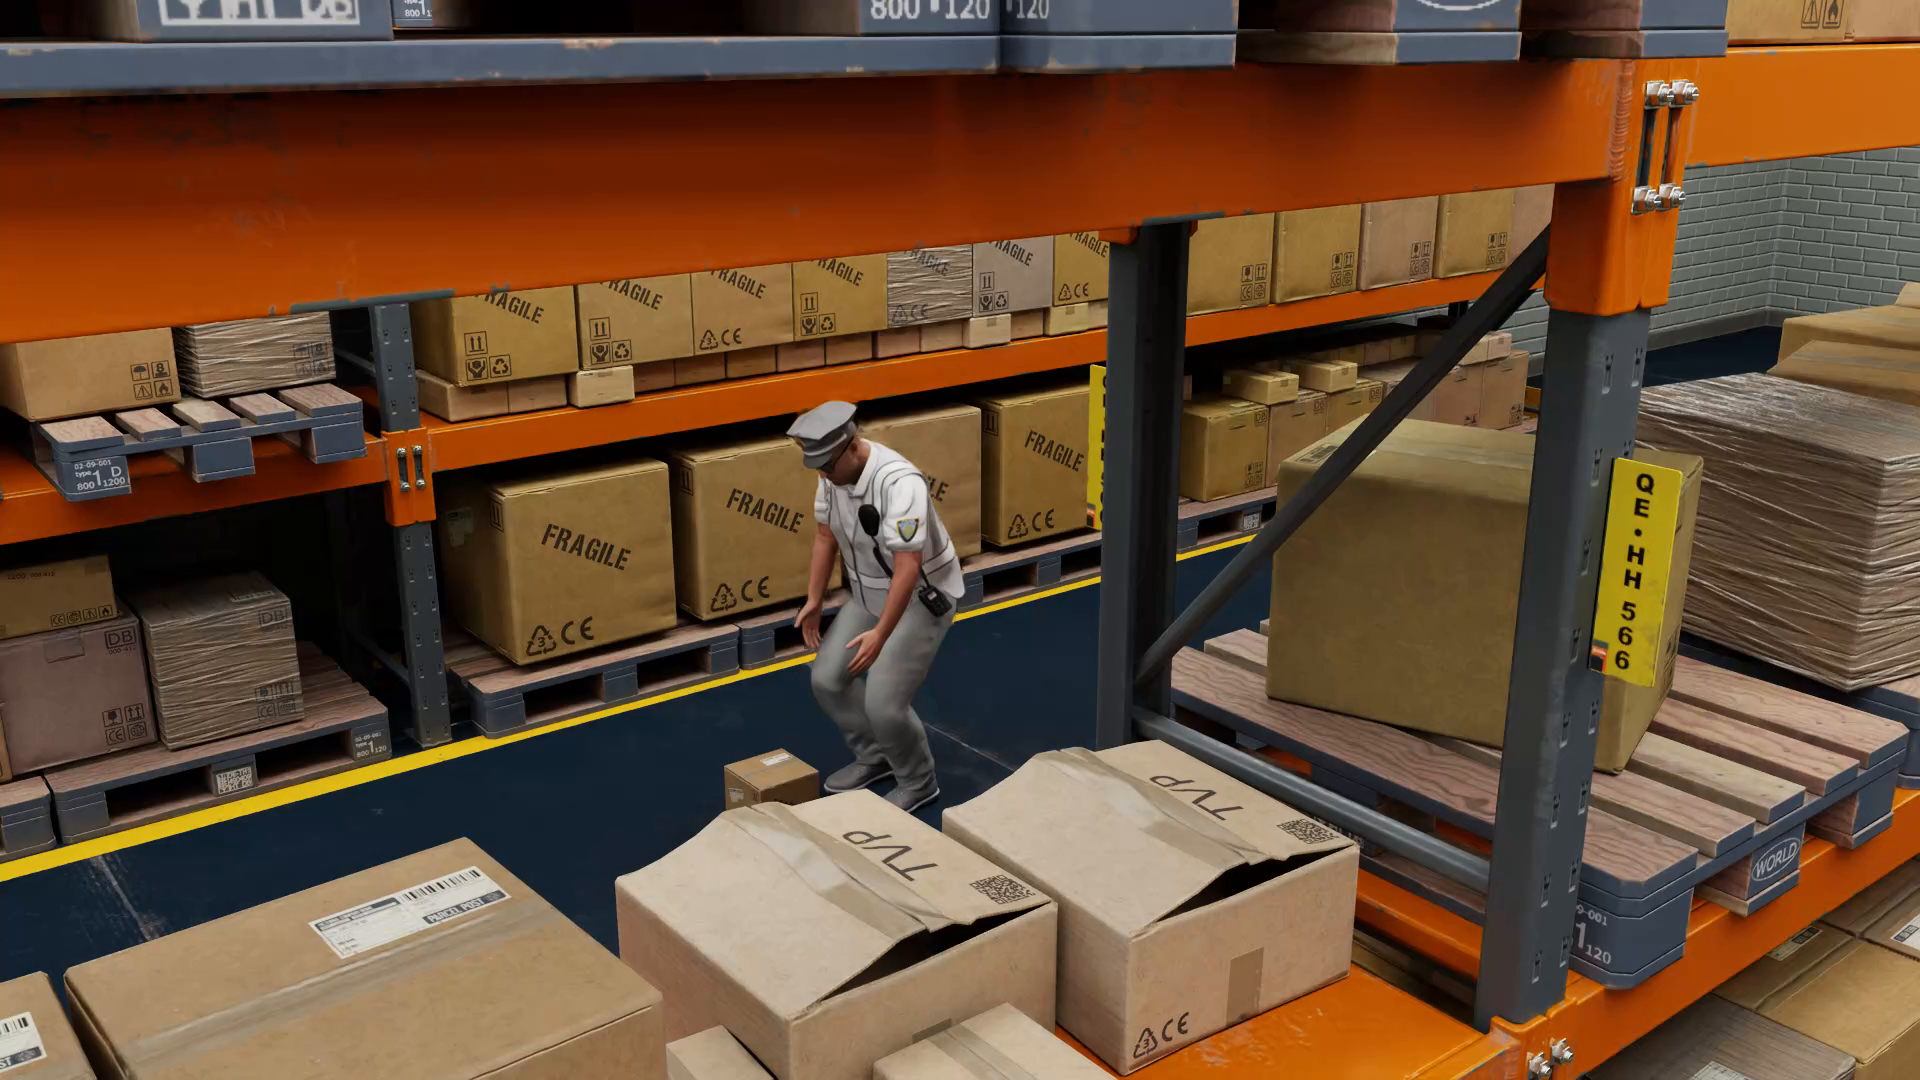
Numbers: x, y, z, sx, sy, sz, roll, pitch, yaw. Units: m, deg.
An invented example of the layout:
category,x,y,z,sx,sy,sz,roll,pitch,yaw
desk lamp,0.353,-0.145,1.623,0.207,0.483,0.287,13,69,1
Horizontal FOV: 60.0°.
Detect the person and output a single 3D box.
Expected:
category,x,y,z,sx,sy,sz,roll,pitch,yaw
person,-0.448,0.644,6.125,1.001,0.816,0.530,-14,22,-38
